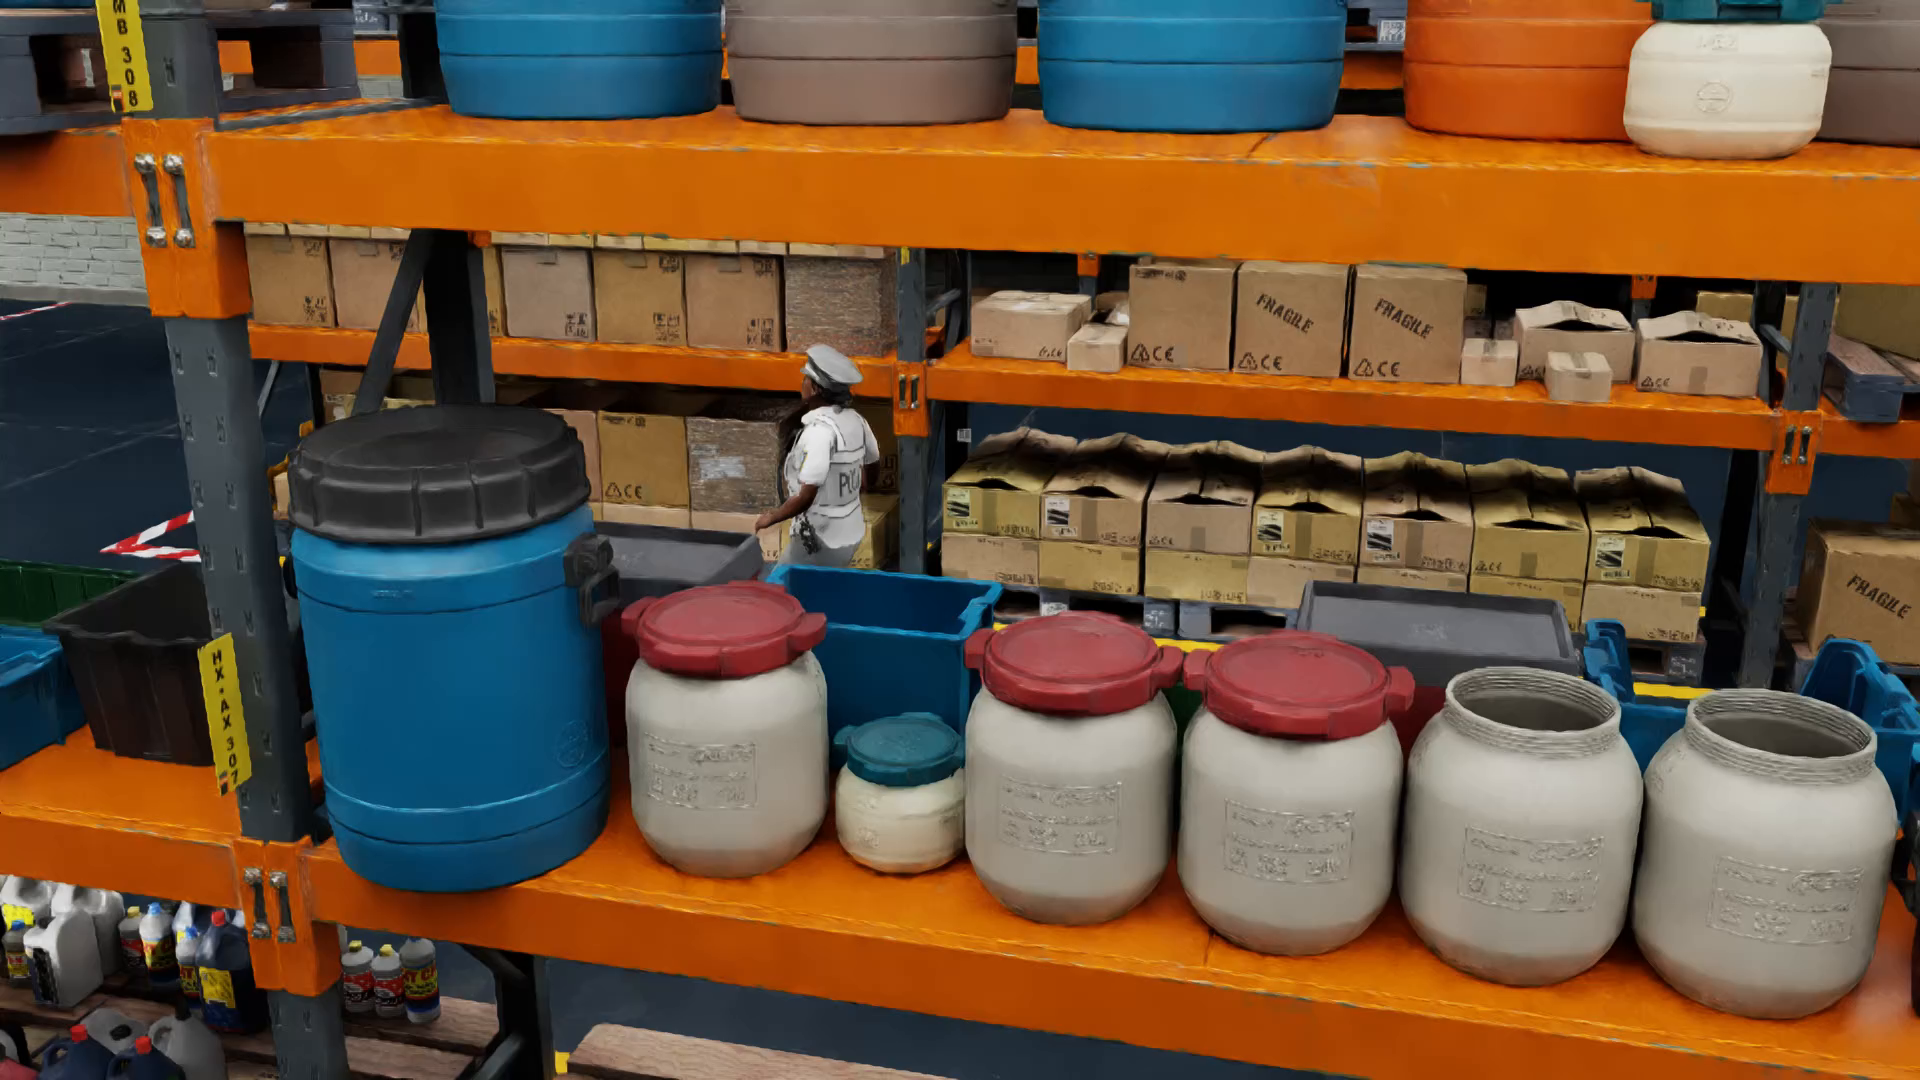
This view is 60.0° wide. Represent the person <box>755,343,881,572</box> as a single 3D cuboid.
[{"bbox_3d":[-0.637,-0.012,7.106,0.505,1.663,0.640,3,19,10],"label":"person"}]
